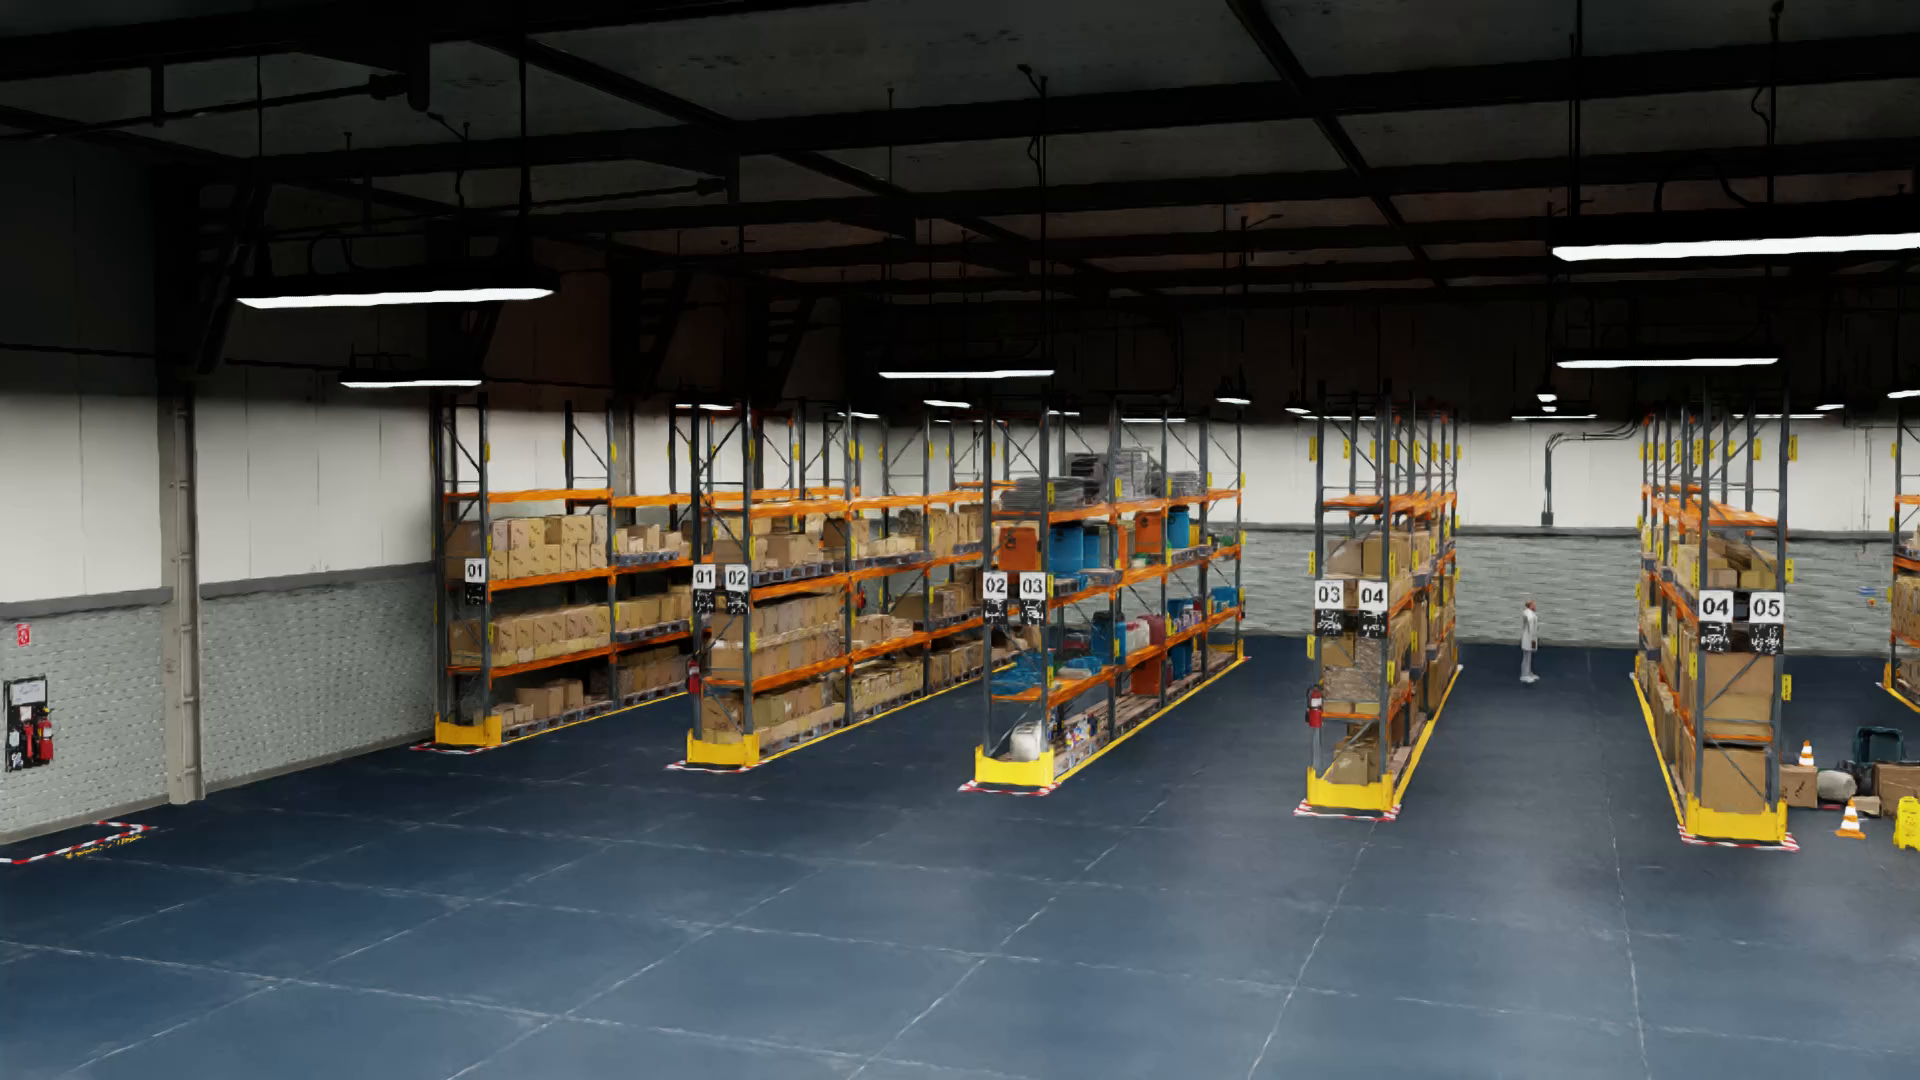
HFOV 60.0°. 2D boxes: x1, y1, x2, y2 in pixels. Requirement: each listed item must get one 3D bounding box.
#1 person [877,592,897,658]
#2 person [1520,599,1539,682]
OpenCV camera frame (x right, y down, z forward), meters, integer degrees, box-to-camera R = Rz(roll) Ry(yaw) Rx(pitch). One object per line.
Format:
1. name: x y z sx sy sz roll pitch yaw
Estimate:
1. person: -1.721 2.060 40.210 0.598 1.619 0.507 1 3 17
2. person: 12.421 2.216 36.202 0.439 1.677 0.701 1 3 11
